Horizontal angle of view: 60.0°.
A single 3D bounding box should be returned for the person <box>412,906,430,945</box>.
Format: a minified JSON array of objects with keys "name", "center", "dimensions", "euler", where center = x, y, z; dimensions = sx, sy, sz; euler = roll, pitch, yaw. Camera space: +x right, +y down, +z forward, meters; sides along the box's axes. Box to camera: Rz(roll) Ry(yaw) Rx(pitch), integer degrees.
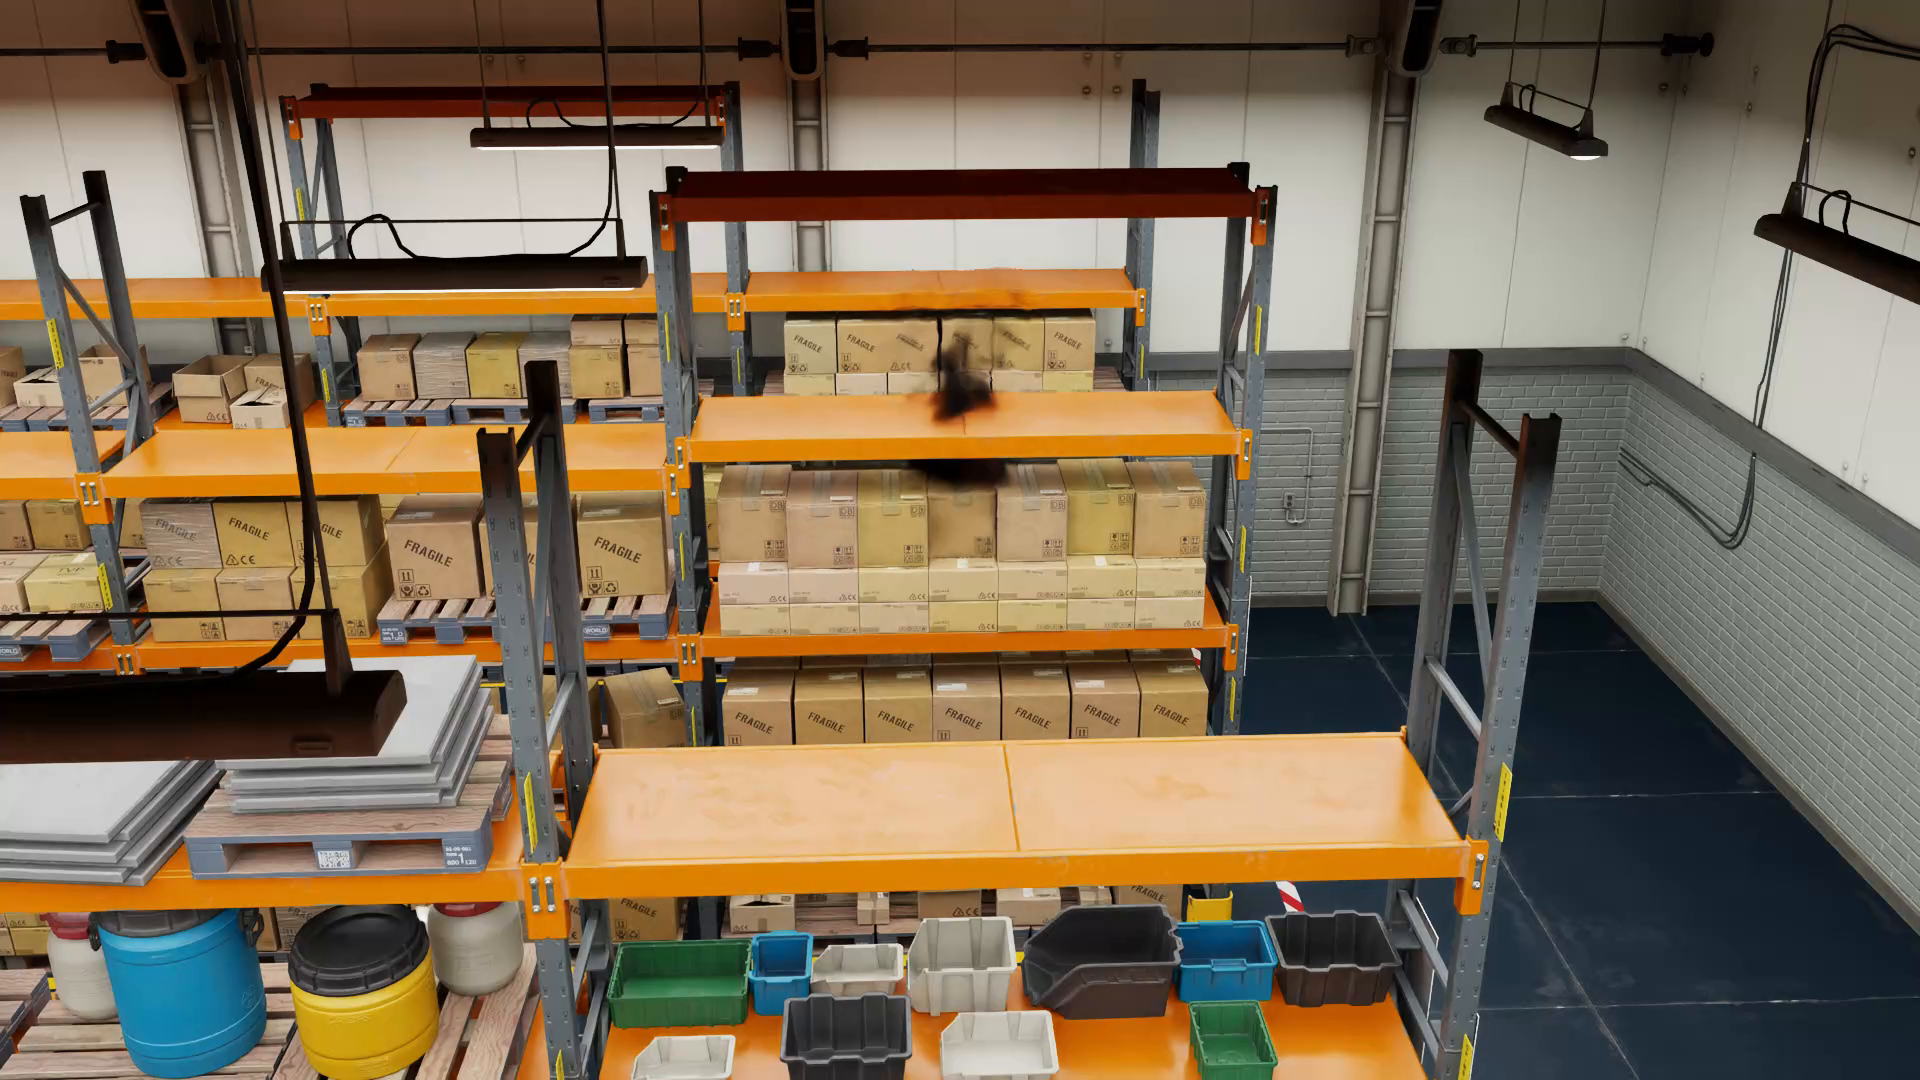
[{"name":"person","center":[-3.548,3.175,11.022],"dimensions":[0.587,1.742,0.653],"euler":[-4,23,-10]}]
